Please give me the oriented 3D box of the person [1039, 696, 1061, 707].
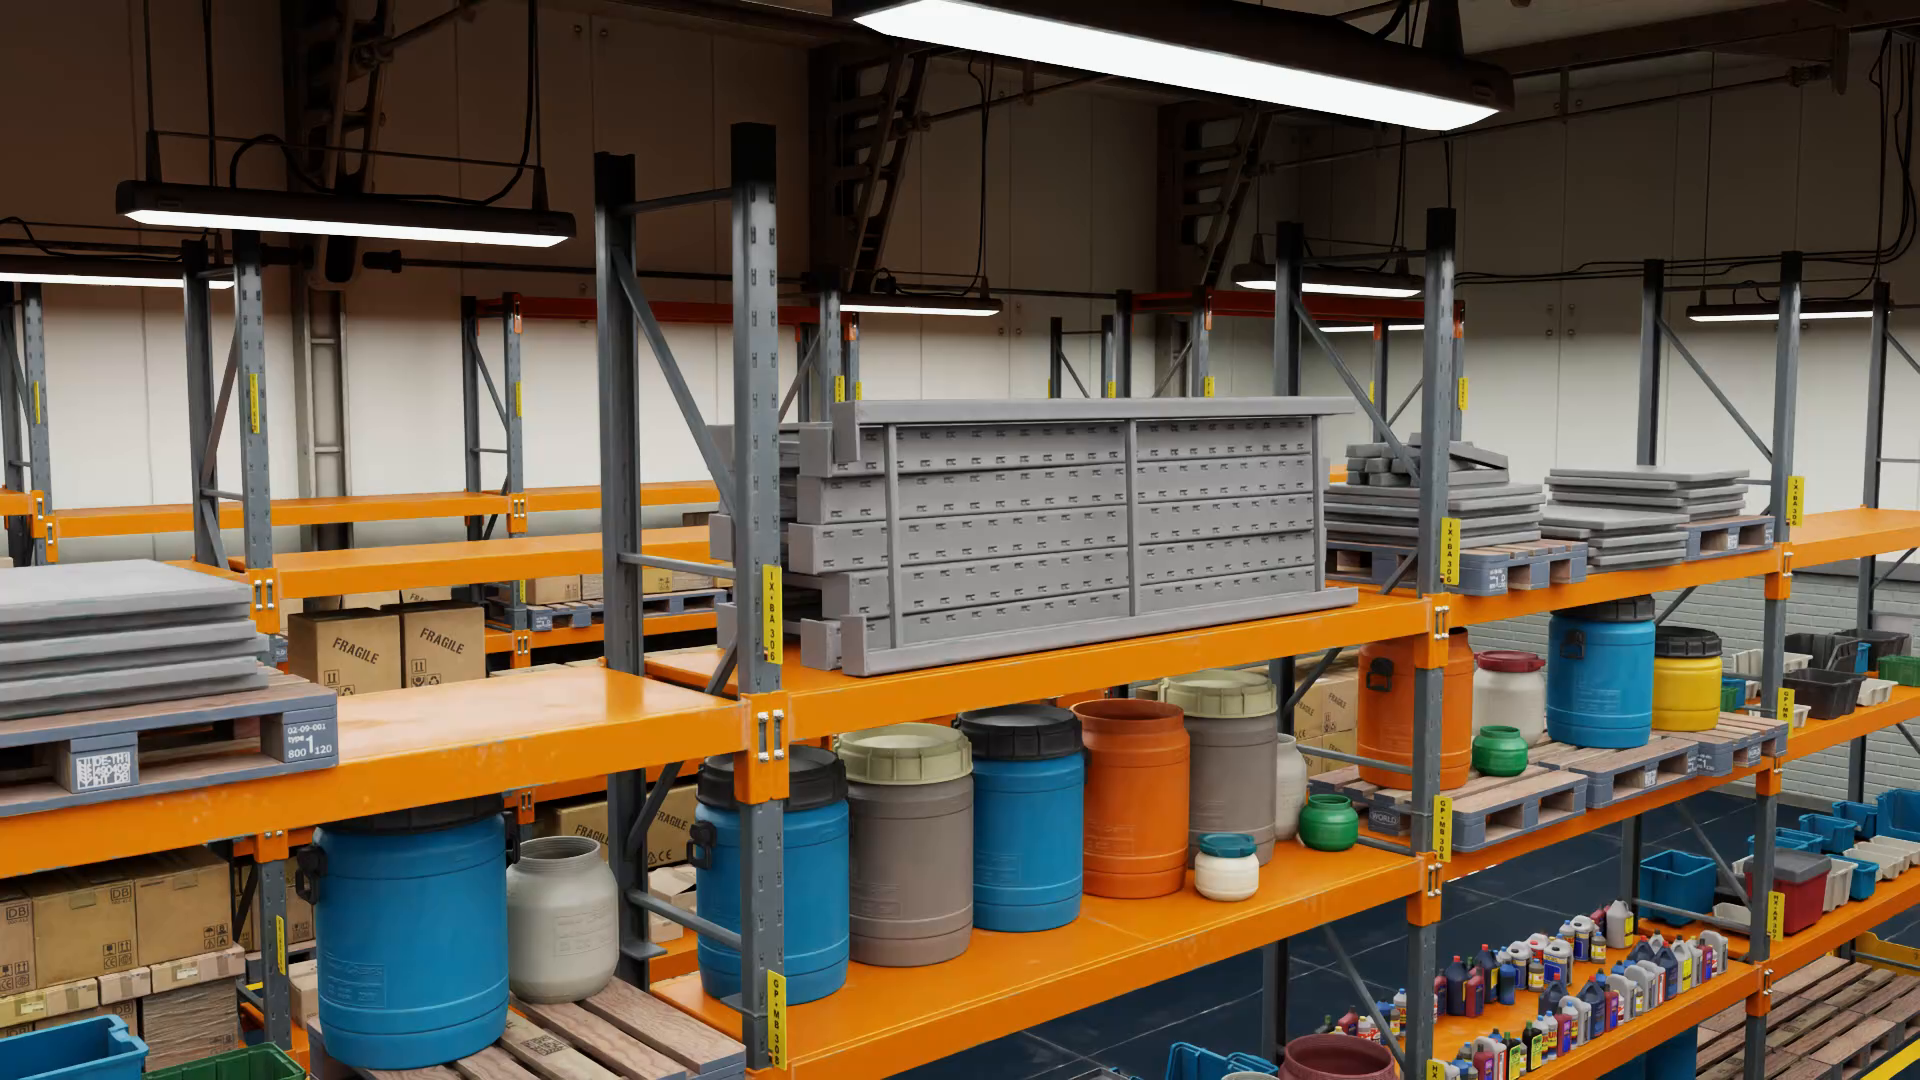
[{"bbox_3d":[0.917,2.520,18.709,0.502,1.766,0.599,-1,6,-13],"label":"person"}]
